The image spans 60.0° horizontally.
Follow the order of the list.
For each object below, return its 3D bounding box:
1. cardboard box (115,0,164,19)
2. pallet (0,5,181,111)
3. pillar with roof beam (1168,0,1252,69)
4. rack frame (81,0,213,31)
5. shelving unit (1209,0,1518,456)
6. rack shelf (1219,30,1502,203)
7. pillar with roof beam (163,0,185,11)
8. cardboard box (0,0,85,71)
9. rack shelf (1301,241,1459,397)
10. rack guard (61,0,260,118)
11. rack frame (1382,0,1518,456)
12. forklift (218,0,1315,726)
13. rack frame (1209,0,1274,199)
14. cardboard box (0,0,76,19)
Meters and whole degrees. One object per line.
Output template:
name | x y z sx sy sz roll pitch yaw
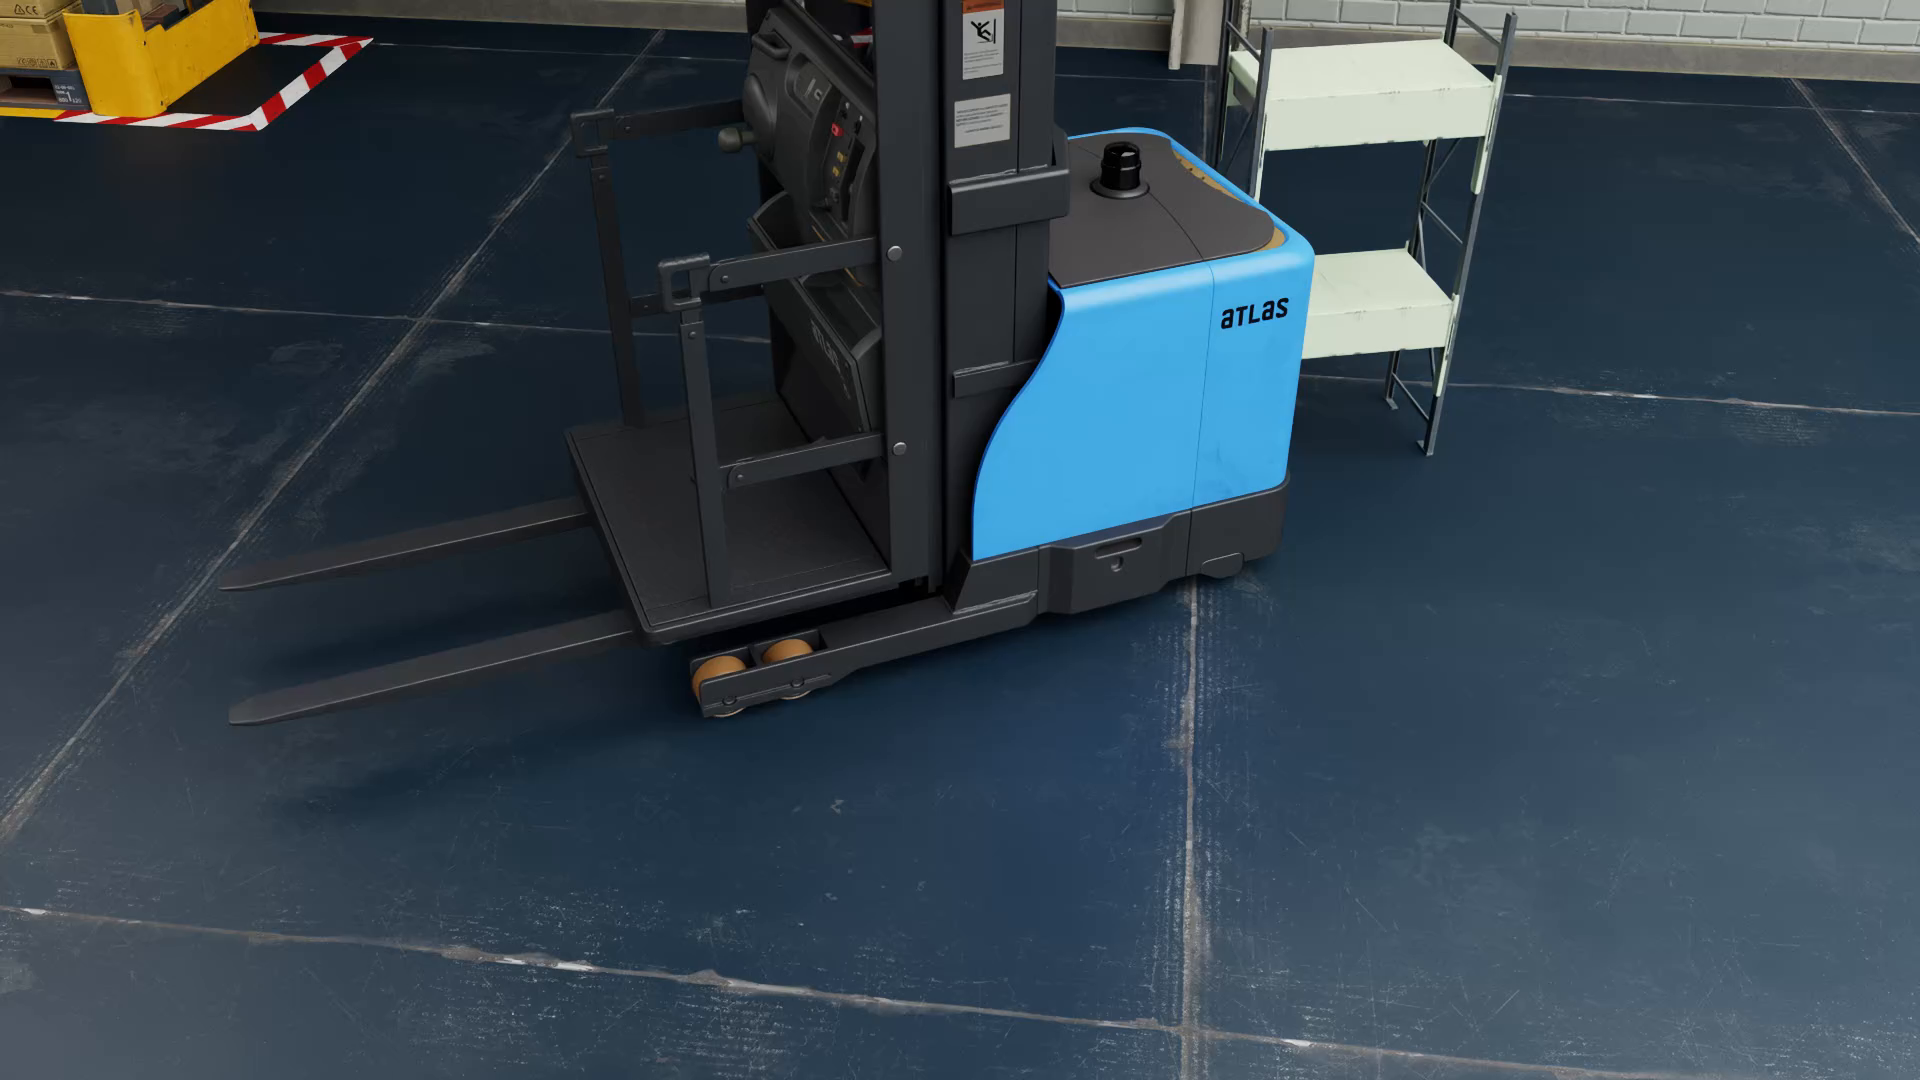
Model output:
cardboard box | -4.531 -2.837 8.648 0.500 0.250 0.500 4 36 6
pallet | -4.833 -2.533 8.618 1.213 0.211 1.003 4 36 6
pillar with roof beam | 0.758 -3.724 2.722 0.400 9.000 9.100 4 36 6
rack frame | -4.069 -3.636 7.762 0.127 3.000 1.000 4 36 6
shelving unit | 1.201 -0.974 5.324 0.755 1.500 0.431 -6 36 -8
rack shelf | 1.201 -1.292 5.097 0.720 0.370 0.431 -6 36 -8
pillar with roof beam | -5.193 -4.168 3.344 0.400 9.000 9.100 4 36 6
cardboard box | -4.575 -2.540 8.233 0.500 0.250 0.500 5 36 6
rack shelf | 1.201 -0.709 5.513 0.720 0.370 0.431 -6 36 -8
rack guard | -4.045 -2.617 8.486 0.348 0.500 1.175 4 36 6
rack frame | 1.561 -1.010 5.374 0.023 1.500 0.400 -6 36 -8
forklift | -0.576 -1.056 4.207 3.031 2.935 1.130 -13 38 -18
rack frame | 0.840 -0.938 5.273 0.023 1.500 0.400 -6 36 -8
cardboard box | -4.592 -2.747 8.092 0.500 0.250 0.500 4 36 5
